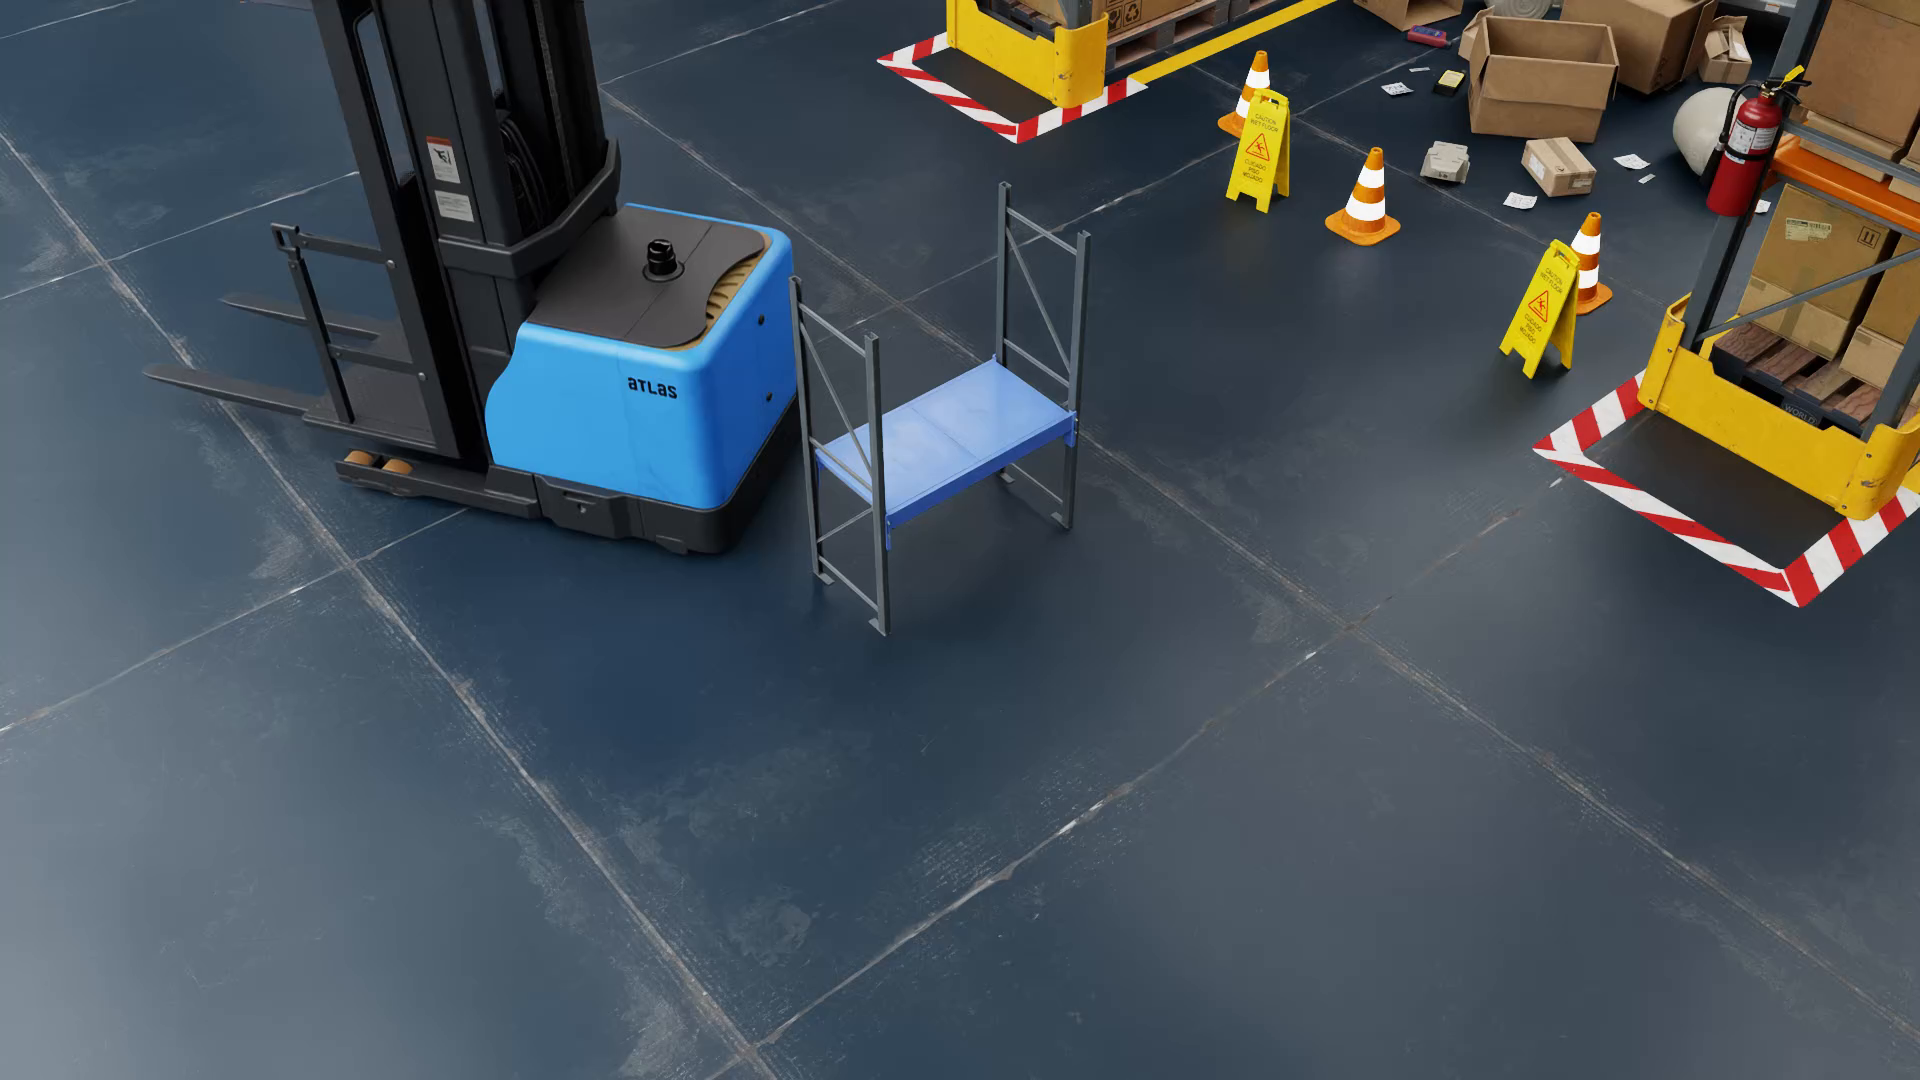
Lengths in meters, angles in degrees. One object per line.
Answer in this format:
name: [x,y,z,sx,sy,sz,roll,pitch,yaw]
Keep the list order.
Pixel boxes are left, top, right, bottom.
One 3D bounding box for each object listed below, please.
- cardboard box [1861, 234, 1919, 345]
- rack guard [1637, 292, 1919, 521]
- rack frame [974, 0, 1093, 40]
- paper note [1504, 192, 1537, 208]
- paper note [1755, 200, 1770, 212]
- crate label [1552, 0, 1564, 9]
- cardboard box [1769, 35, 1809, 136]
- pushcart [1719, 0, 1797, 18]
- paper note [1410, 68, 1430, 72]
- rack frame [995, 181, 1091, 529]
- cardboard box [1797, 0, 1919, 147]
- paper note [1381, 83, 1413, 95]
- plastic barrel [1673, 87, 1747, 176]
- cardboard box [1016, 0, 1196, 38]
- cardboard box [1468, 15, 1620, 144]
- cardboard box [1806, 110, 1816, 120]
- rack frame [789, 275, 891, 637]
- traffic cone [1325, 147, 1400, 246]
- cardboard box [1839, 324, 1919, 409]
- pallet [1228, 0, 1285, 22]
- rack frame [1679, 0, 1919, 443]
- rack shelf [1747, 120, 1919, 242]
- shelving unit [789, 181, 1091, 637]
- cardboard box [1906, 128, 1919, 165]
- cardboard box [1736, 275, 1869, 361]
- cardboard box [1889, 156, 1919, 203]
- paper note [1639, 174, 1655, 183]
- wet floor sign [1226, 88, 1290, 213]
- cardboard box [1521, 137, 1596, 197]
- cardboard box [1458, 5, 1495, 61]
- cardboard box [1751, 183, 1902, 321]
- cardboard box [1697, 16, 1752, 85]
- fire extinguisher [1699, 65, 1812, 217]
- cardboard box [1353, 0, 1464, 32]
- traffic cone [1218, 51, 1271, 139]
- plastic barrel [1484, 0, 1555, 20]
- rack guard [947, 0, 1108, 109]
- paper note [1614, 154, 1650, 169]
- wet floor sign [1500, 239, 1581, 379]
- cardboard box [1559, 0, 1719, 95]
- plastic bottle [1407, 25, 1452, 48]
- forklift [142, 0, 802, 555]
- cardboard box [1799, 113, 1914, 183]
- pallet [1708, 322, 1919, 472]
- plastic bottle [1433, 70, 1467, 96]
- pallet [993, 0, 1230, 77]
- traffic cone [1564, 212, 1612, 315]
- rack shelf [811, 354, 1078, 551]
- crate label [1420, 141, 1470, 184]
cardboard box: [4.482,-1.153,7.441,0.500,0.500,0.500,-32,52,-29]
rack guard: [3.726,-0.632,7.557,0.348,0.500,1.175,-30,51,-28]
rack frame: [0.414,-4.064,9.386,0.127,3.000,1.000,-30,51,-28]
paper note: [3.116,-1.888,9.237,0.148,0.019,0.142,22,47,21]
paper note: [4.405,-1.862,9.210,0.142,0.019,0.148,22,47,21]
crate label: [3.997,-3.643,11.029,0.298,0.136,0.250,7,44,7]
cardboard box: [5.041,-2.600,9.651,0.500,0.500,0.500,0,43,0]
pushcart: [5.235,-3.486,10.686,1.648,0.377,0.936,22,47,21]
paper note: [2.866,-2.932,10.365,0.123,0.001,0.032,-7,44,-7]
rack frame: [0.325,-0.732,6.934,0.032,1.500,0.500,-30,51,-28]
cardboard box: [3.907,-2.037,6.938,0.500,0.500,0.500,-31,51,-29]
paper note: [2.674,-2.760,10.168,0.142,0.017,0.144,-14,45,-14]
plastic barrel: [4.281,-2.272,9.360,0.421,0.421,0.512,0,43,0]
cardboard box: [0.892,-3.775,10.324,0.875,0.875,0.875,-29,51,-28]
cardboard box: [3.391,-2.700,9.758,0.797,0.503,0.637,7,44,7]
cardboard box: [3.940,-1.864,7.227,0.250,0.149,0.380,-30,51,-28]
rack frame: [-0.455,-0.286,6.459,0.032,1.500,0.500,-30,51,-28]
traffic cone: [2.197,-1.884,8.918,0.334,0.463,0.336,-30,51,-28]
cardboard box: [4.464,-0.869,7.686,0.500,0.250,0.500,-30,51,-28]
pallet: [1.913,-3.973,11.326,1.213,0.211,1.003,-30,51,-28]
rack frame: [3.668,-1.509,6.666,0.127,3.000,1.000,-30,51,-28]
rack shelf: [5.202,-2.126,7.848,4.000,0.370,1.077,-30,51,-28]
shelving unit: [-0.065,-0.509,6.697,1.048,1.500,0.538,-30,51,-28]
cardboard box: [4.209,-1.717,6.596,0.500,0.500,0.500,-31,51,-28]
cardboard box: [4.133,-1.167,8.003,0.500,0.250,0.500,-30,51,-28]
cardboard box: [4.061,-1.458,6.795,0.250,0.149,0.380,-30,51,-28]
paper note: [3.894,-2.048,9.424,0.123,0.001,0.032,-30,51,-28]
wet floor sign: [1.662,-2.154,9.072,0.267,0.644,0.232,30,51,28]
cardboard box: [3.376,-2.106,9.384,0.250,0.149,0.380,-7,44,-7]
cardboard box: [3.346,-3.102,10.359,0.258,0.266,0.396,-21,47,-21]
cardboard box: [4.115,-1.422,7.727,0.500,0.500,0.500,-29,51,-28]
cardboard box: [4.734,-3.039,10.292,0.258,0.266,0.396,7,44,7]
fire extinguisher: [3.284,-1.673,6.897,0.183,0.674,0.296,-30,51,-28]
cardboard box: [2.950,-3.690,10.812,0.500,0.500,0.500,-21,47,-21]
traffic cone: [1.733,-2.627,9.709,0.334,0.463,0.336,-30,51,-28]
plastic barrel: [3.596,-3.578,10.751,0.421,0.421,0.512,0,43,0]
rack guard: [0.396,-3.143,10.231,0.348,0.500,1.175,-30,51,-28]
paper note: [3.863,-2.178,9.555,0.142,0.019,0.148,-14,45,-14]
wet floor sign: [2.835,-1.130,7.981,0.232,0.644,0.267,-14,45,-14]
cardboard box: [4.103,-3.165,10.153,0.503,0.637,0.797,-30,51,-28]
plastic bottle: [3.014,-3.212,10.625,0.283,0.061,0.133,22,47,21]
forklift: [-2.279,-1.596,6.808,3.031,2.935,1.130,12,45,13]
cardboard box: [3.817,-1.694,7.046,0.250,0.149,0.380,-28,50,-27]
pallet: [4.372,-0.865,8.016,1.213,0.211,1.003,-30,51,-28]
plastic bottle: [3.015,-2.821,10.209,0.133,0.061,0.283,22,47,21]
pallet: [0.977,-3.440,10.759,1.213,0.211,1.003,-30,51,-28]
traffic cone: [3.170,-1.451,8.457,0.334,0.463,0.336,-30,51,-28]
rack shelf: [-0.065,-0.378,6.820,1.000,0.185,0.538,-30,51,-28]
crate label: [2.760,-2.144,9.432,0.250,0.136,0.298,14,45,15]
